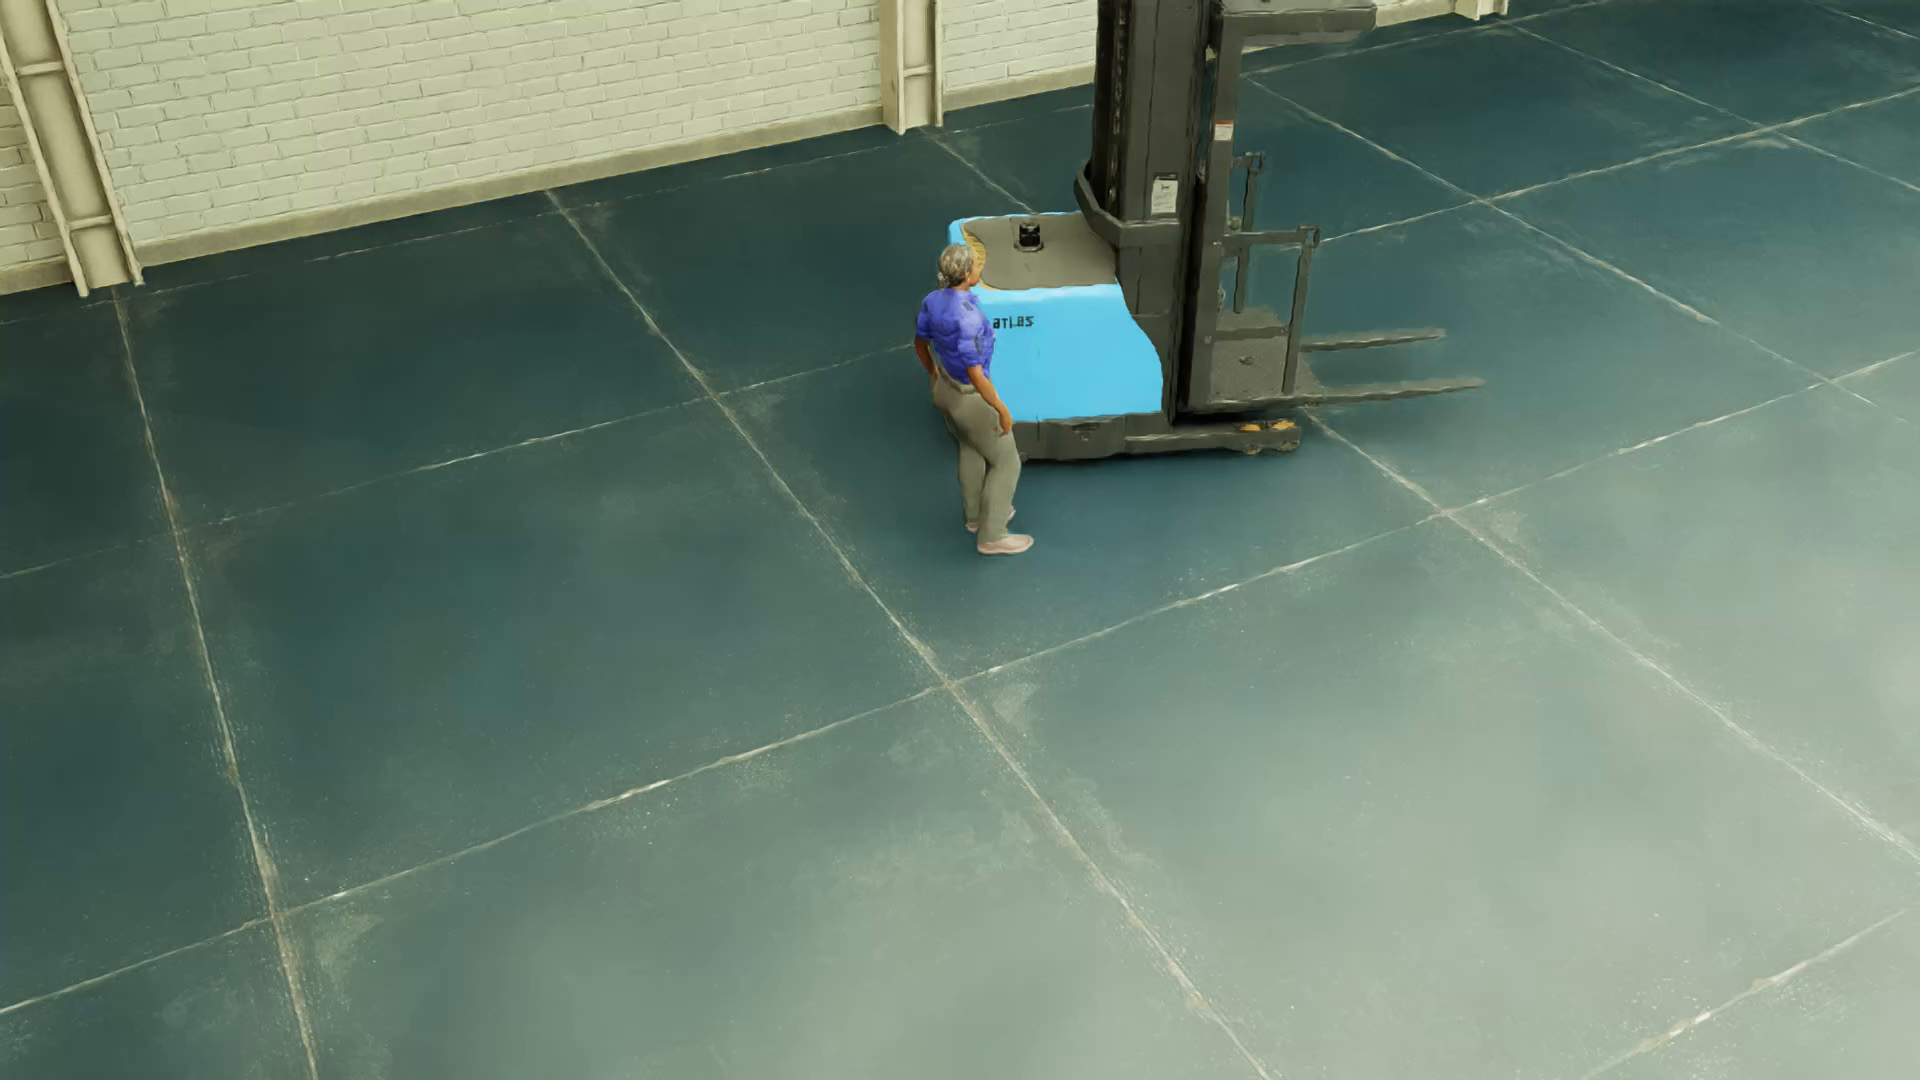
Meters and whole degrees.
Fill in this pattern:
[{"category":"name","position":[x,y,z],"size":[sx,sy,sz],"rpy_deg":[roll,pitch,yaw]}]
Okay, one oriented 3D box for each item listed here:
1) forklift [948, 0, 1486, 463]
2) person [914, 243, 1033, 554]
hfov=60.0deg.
[{"category":"forklift","position":[1.478,-1.980,8.924],"size":[3.031,2.935,1.130],"rpy_deg":[-5,36,-7]},{"category":"person","position":[0.100,-0.720,8.273],"size":[0.470,1.634,0.614],"rpy_deg":[-19,40,-25]}]
